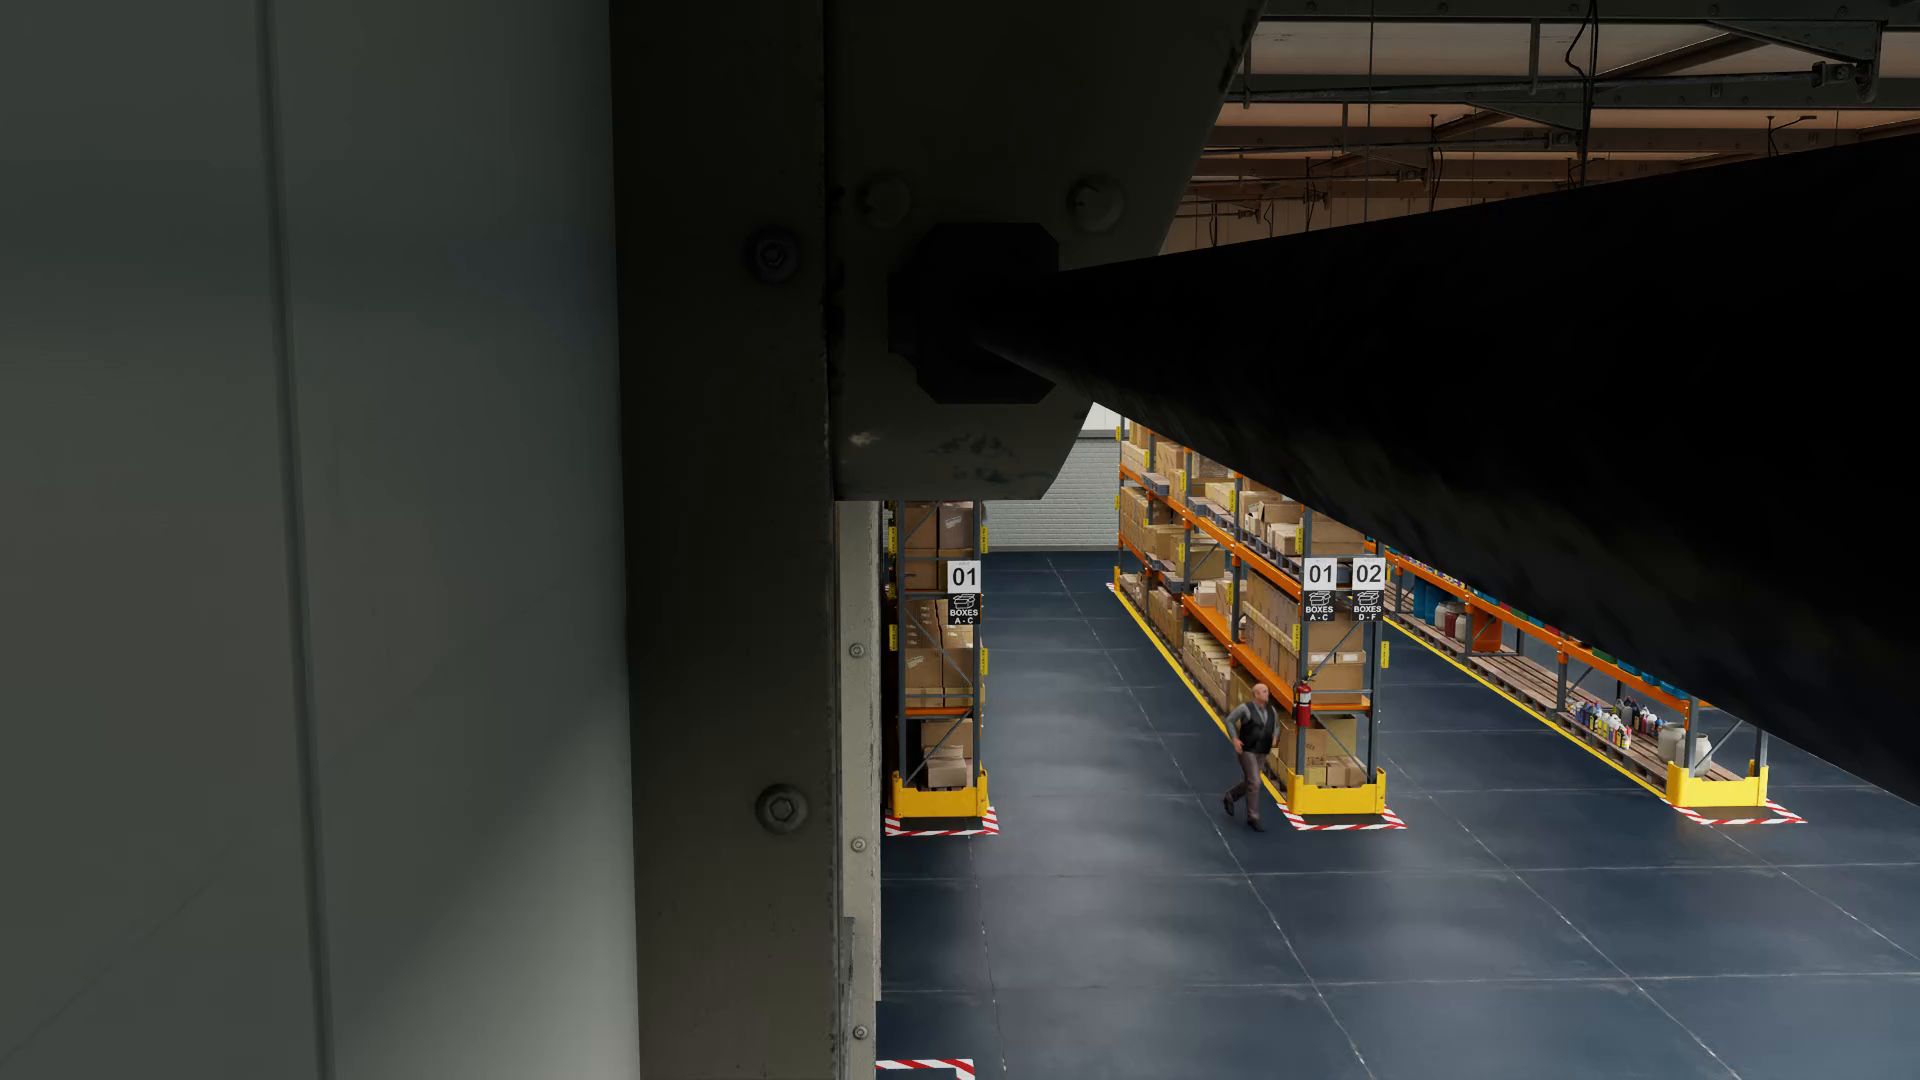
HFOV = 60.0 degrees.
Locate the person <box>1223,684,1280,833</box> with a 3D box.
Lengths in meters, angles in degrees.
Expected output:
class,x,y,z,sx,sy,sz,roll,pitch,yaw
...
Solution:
class,x,y,z,sx,sy,sz,roll,pitch,yaw
person,3.586,2.595,20.223,0.652,1.726,0.828,-5,10,-32
